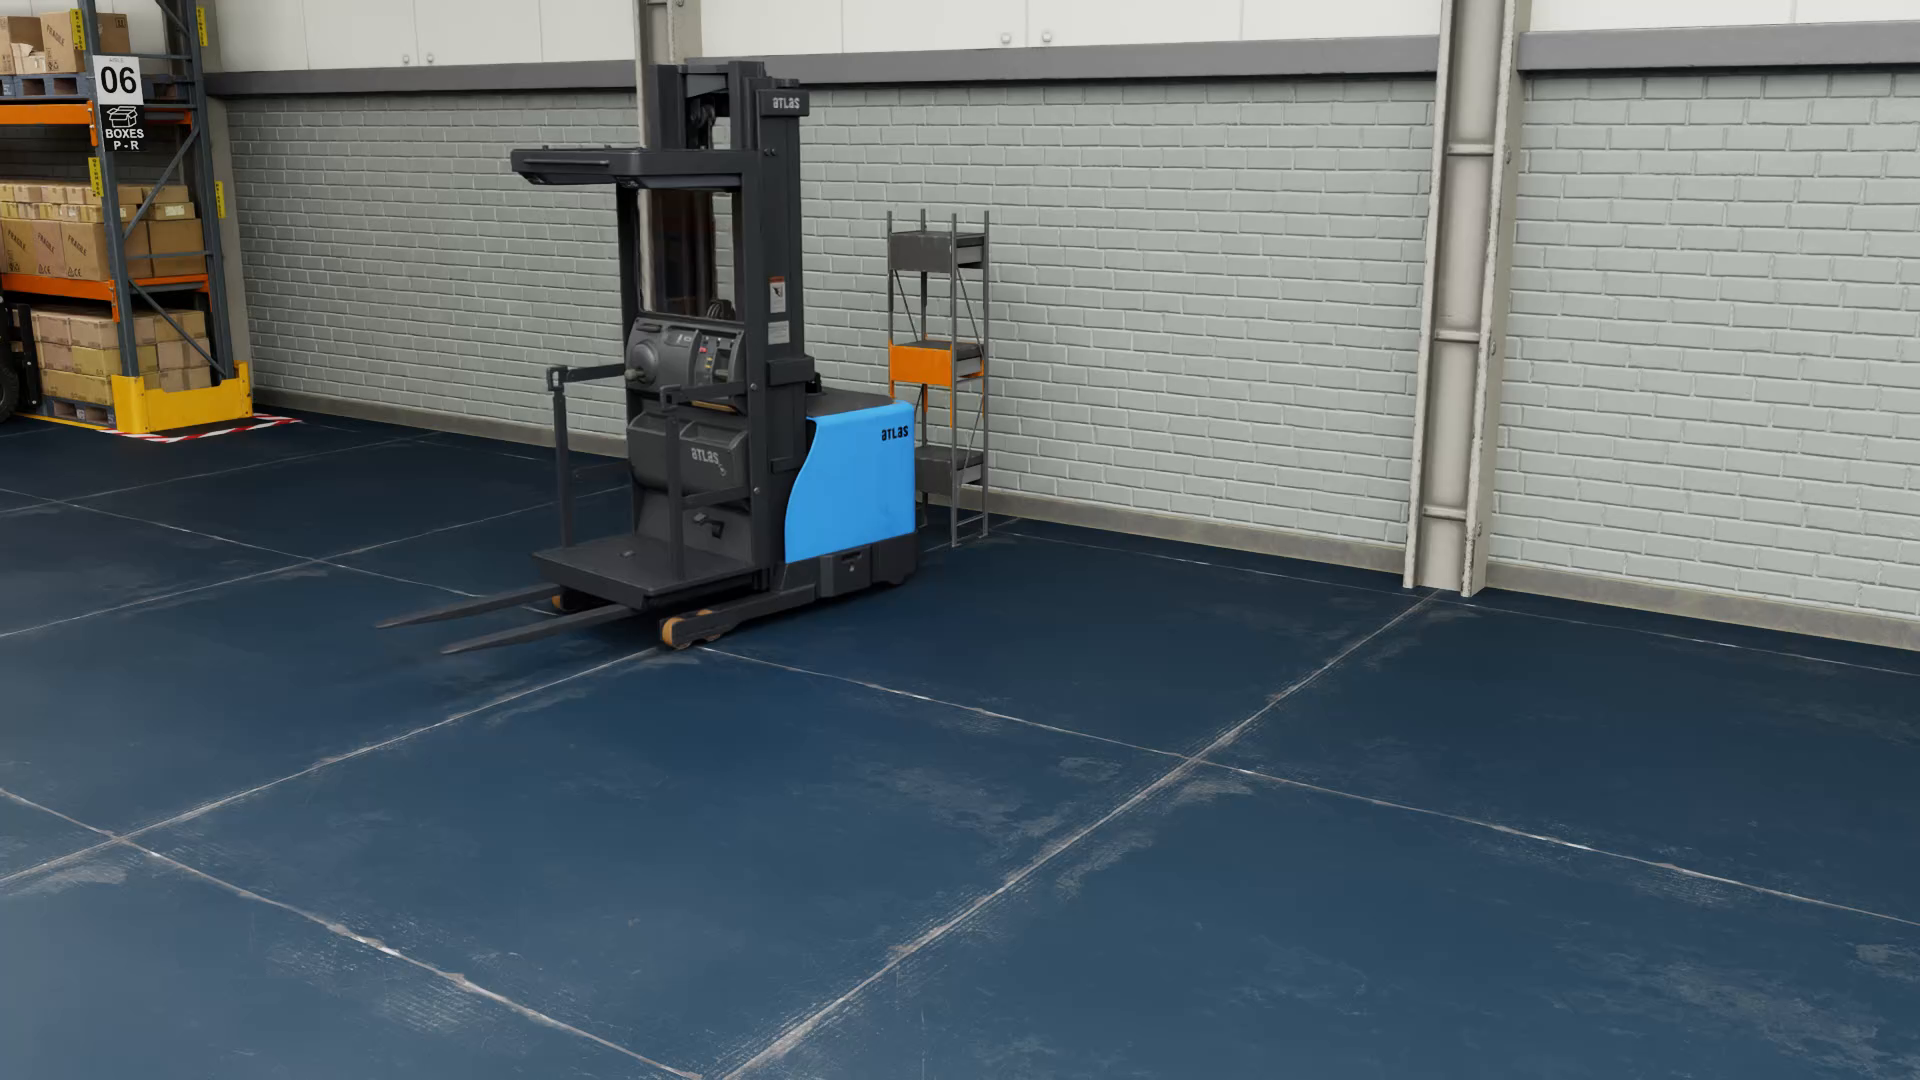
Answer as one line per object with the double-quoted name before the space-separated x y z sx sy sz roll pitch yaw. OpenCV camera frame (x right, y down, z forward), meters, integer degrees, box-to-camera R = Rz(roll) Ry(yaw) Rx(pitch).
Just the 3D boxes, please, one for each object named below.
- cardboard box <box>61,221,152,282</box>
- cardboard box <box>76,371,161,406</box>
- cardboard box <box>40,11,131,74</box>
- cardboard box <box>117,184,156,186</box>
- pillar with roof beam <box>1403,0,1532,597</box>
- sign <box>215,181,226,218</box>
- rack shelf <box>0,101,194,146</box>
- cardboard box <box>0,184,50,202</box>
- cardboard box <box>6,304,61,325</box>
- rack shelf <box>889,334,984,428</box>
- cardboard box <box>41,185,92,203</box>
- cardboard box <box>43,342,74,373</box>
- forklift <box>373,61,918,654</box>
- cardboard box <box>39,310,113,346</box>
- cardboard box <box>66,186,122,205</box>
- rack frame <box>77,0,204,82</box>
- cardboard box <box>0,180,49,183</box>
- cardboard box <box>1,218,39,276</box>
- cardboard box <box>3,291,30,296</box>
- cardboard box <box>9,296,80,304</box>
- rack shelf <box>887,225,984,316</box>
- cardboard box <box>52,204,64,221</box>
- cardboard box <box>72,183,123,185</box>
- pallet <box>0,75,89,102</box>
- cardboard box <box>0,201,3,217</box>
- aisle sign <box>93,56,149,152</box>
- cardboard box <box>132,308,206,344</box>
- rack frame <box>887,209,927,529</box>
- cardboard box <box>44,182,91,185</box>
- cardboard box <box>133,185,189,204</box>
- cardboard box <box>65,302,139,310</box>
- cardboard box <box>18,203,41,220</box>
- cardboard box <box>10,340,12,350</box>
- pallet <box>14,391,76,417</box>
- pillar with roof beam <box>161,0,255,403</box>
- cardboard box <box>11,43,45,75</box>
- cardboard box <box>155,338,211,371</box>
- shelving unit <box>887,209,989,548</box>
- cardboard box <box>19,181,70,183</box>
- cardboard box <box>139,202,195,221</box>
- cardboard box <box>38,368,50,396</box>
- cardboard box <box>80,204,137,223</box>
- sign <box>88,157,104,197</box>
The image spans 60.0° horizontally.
"cardboard box" -7.602 -2.585 14.814 0.500 0.500 0.500 9 16 32
"cardboard box" -7.613 -1.392 15.051 0.500 0.250 0.500 9 17 33
"cardboard box" -7.550 -4.290 14.380 0.500 0.500 0.500 10 17 35
"cardboard box" -7.632 -3.192 15.300 0.250 0.149 0.380 10 17 34
"pillar with roof beam" 0.433 -3.240 5.185 0.400 9.000 9.100 9 17 33
"sign" -6.732 -3.091 15.101 0.005 0.325 0.100 9 17 33
"rack shelf" -8.706 -3.898 15.581 4.000 0.370 1.077 9 17 33
"cardboard box" -8.577 -3.188 15.280 0.250 0.149 0.380 10 17 34
"cardboard box" -8.871 -2.079 15.747 0.500 0.250 0.500 9 16 32
"rack shelf" -0.137 -1.028 10.664 0.480 0.518 0.431 9 17 33
"cardboard box" -8.081 -3.141 15.093 0.250 0.149 0.380 9 17 33
"cardboard box" -8.035 -1.707 15.283 0.500 0.250 0.500 9 17 32
"forklift" -1.620 -0.998 8.755 1.130 2.935 3.031 13 19 42
"cardboard box" -8.030 -1.944 15.201 0.500 0.250 0.500 10 17 34
"cardboard box" -7.684 -3.063 14.778 0.250 0.149 0.380 9 17 33
"rack frame" -7.047 -5.435 14.050 0.127 3.000 1.000 9 17 33
"cardboard box" -9.278 -3.488 16.496 0.250 0.149 0.380 9 16 32
"cardboard box" -8.453 -2.725 15.380 0.500 0.500 0.500 9 16 32
"cardboard box" -9.850 -2.386 16.987 0.500 0.250 0.500 10 17 34
"cardboard box" -9.009 -2.251 16.440 0.500 0.250 0.500 9 17 33
"rack shelf" -0.137 -1.708 10.496 0.480 0.518 0.431 9 17 33
"cardboard box" -7.901 -2.952 14.948 0.250 0.149 0.380 10 17 34
"cardboard box" -8.061 -3.259 15.569 0.250 0.149 0.380 10 17 35
"pallet" -8.636 -4.199 15.485 1.213 0.211 1.003 9 17 33
"cardboard box" -8.726 -3.095 15.526 0.250 0.149 0.380 9 17 32
"aisle sign" -7.156 -3.717 14.186 0.004 0.787 0.394 9 17 33
"cardboard box" -7.340 -1.979 15.344 0.500 0.250 0.500 9 16 32
"rack frame" -0.340 -1.074 10.793 0.015 2.100 0.400 9 17 33
"cardboard box" -8.474 -3.331 15.860 0.250 0.149 0.380 9 17 33
"cardboard box" -7.206 -3.118 14.999 0.250 0.149 0.380 9 16 32
"cardboard box" -8.166 -2.115 15.891 0.500 0.250 0.500 9 17 32
"cardboard box" -8.348 -3.014 15.198 0.250 0.149 0.380 9 16 31
"cardboard box" -8.889 -1.840 15.820 0.500 0.250 0.500 9 17 33
"pallet" -8.713 -1.427 16.148 1.213 0.211 1.003 9 17 33
"pillar with roof beam" -9.524 -4.849 11.686 0.400 9.000 9.100 9 17 33
"cardboard box" -8.114 -4.250 14.706 0.258 0.266 0.396 9 17 33
"cardboard box" -7.321 -1.739 15.413 0.500 0.250 0.500 10 17 34
"shelving unit" -0.137 -1.041 10.661 0.503 2.100 0.431 9 17 33
"cardboard box" -8.888 -3.406 16.163 0.250 0.149 0.380 9 16 32
"cardboard box" -7.184 -2.983 15.074 0.250 0.149 0.380 9 16 31
"cardboard box" -8.431 -1.529 15.606 0.500 0.250 0.500 9 17 33
"cardboard box" -7.491 -2.877 14.643 0.250 0.149 0.380 9 17 34
"sign" -7.361 -3.093 14.174 0.005 0.325 0.100 9 17 33
